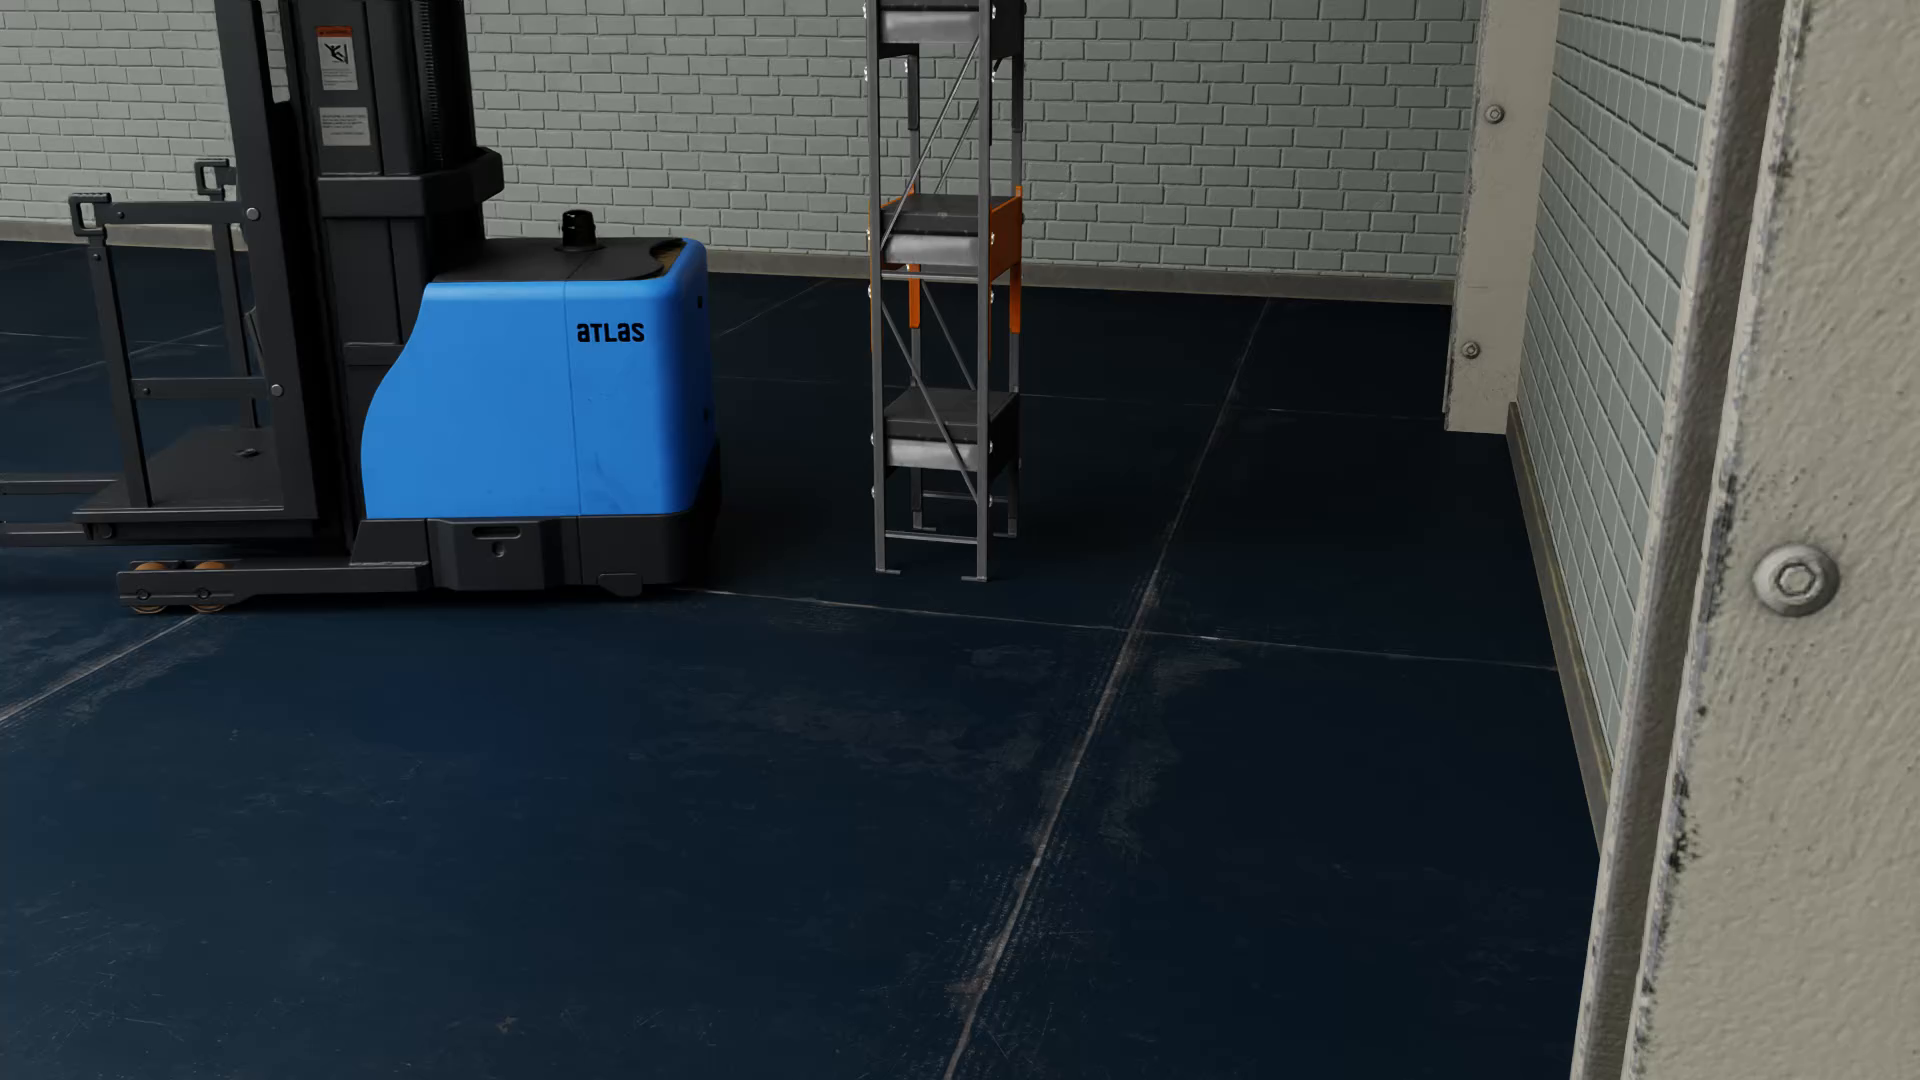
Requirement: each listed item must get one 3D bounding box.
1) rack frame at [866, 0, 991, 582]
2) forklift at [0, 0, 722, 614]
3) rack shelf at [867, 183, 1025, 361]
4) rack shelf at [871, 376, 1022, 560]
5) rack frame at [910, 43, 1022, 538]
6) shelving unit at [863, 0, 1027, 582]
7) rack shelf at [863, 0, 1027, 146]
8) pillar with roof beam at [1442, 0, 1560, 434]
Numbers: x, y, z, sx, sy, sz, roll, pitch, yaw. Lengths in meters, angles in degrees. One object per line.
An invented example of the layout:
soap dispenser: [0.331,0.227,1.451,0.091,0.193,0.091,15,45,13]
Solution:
rack frame: [-0.100,-0.865,5.472,0.400,2.100,0.015,5,19,13]
forklift: [-2.413,-1.319,5.514,3.031,2.935,1.130,-1,19,-3]
rack shelf: [-0.040,-0.929,5.701,0.431,0.518,0.480,5,19,13]
rack shelf: [-0.040,-0.266,5.927,0.431,0.518,0.480,5,19,13]
rack frame: [0.019,-1.018,5.920,0.400,2.100,0.015,5,19,13]
shelving unit: [-0.040,-0.942,5.696,0.431,2.100,0.503,5,19,13]
rack shelf: [-0.040,-1.591,5.474,0.431,0.518,0.480,5,19,13]
pillar with roof beam: [-1.743,-5.154,7.355,9.100,9.000,0.400,5,19,13]
